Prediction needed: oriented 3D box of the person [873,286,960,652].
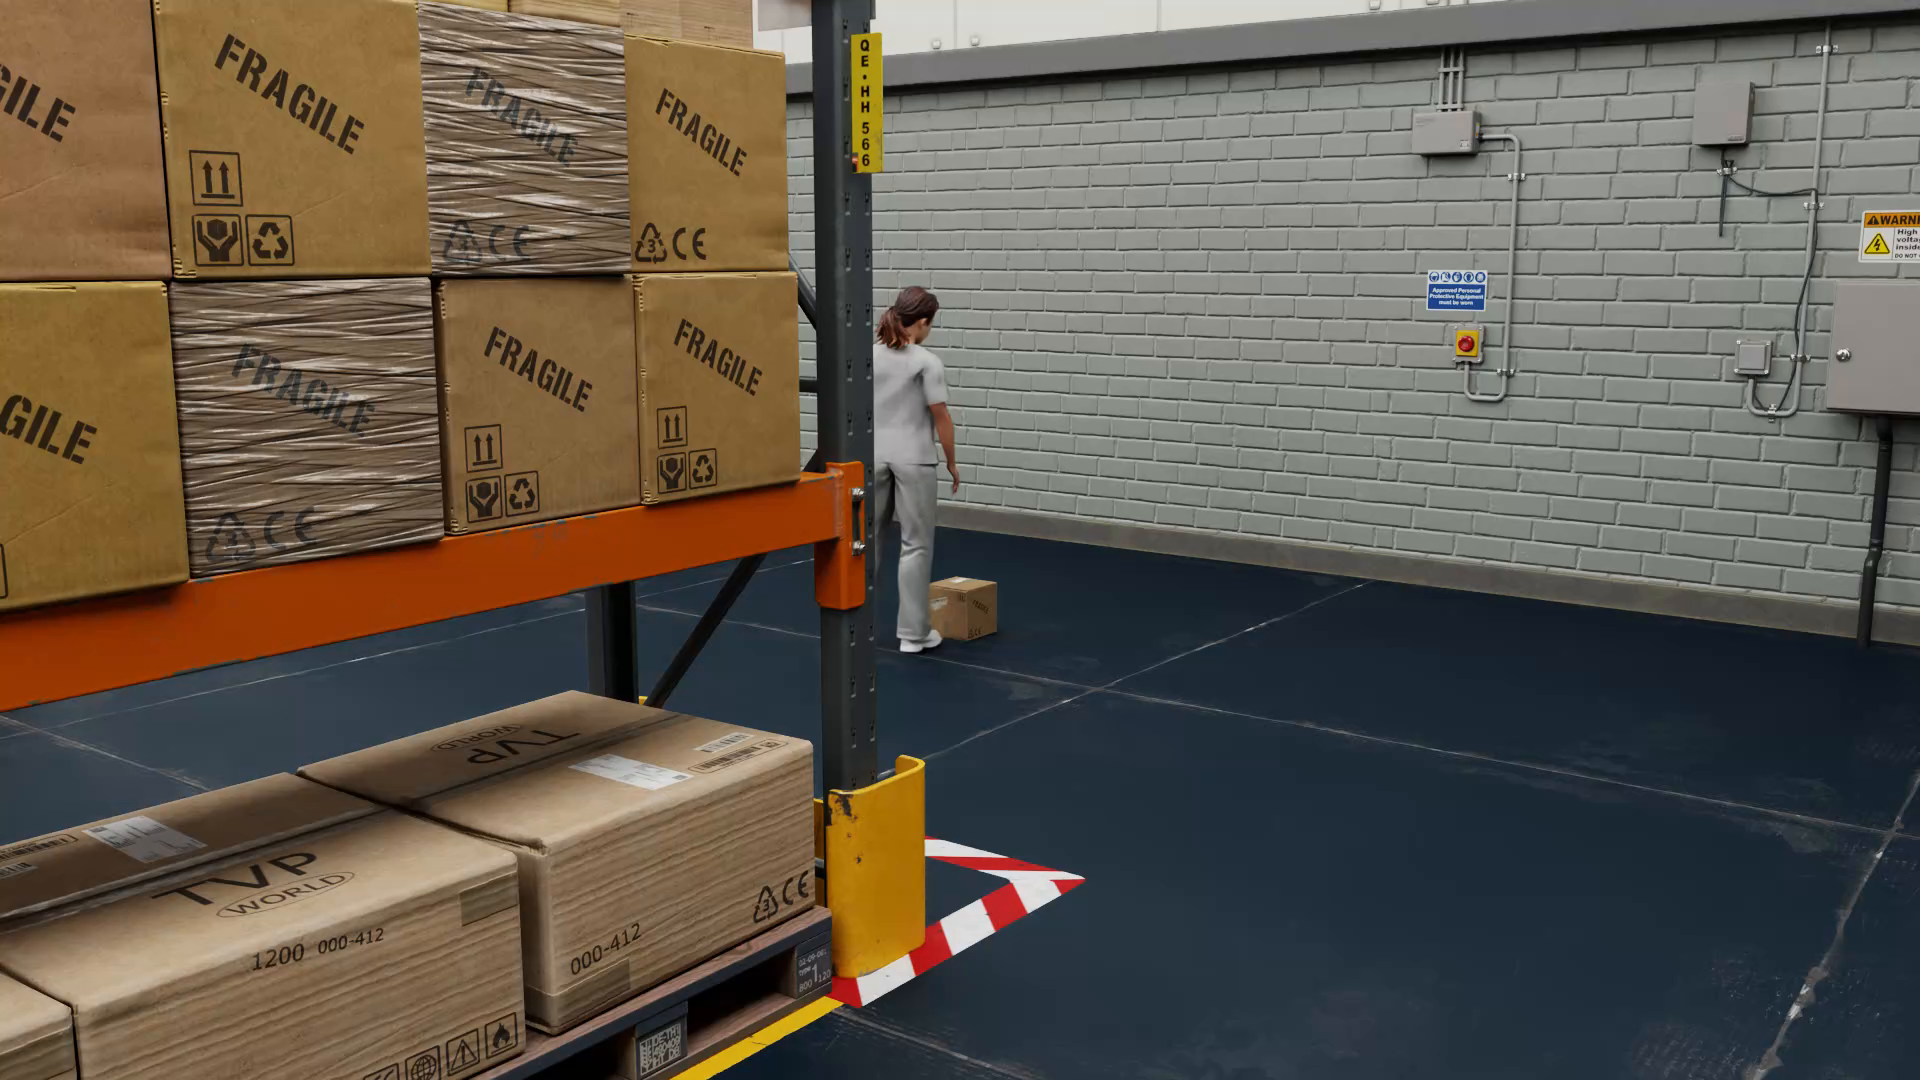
[{"bbox_3d":[-0.311,-0.320,7.679,0.627,1.692,0.415,5,11,26],"label":"person"}]
